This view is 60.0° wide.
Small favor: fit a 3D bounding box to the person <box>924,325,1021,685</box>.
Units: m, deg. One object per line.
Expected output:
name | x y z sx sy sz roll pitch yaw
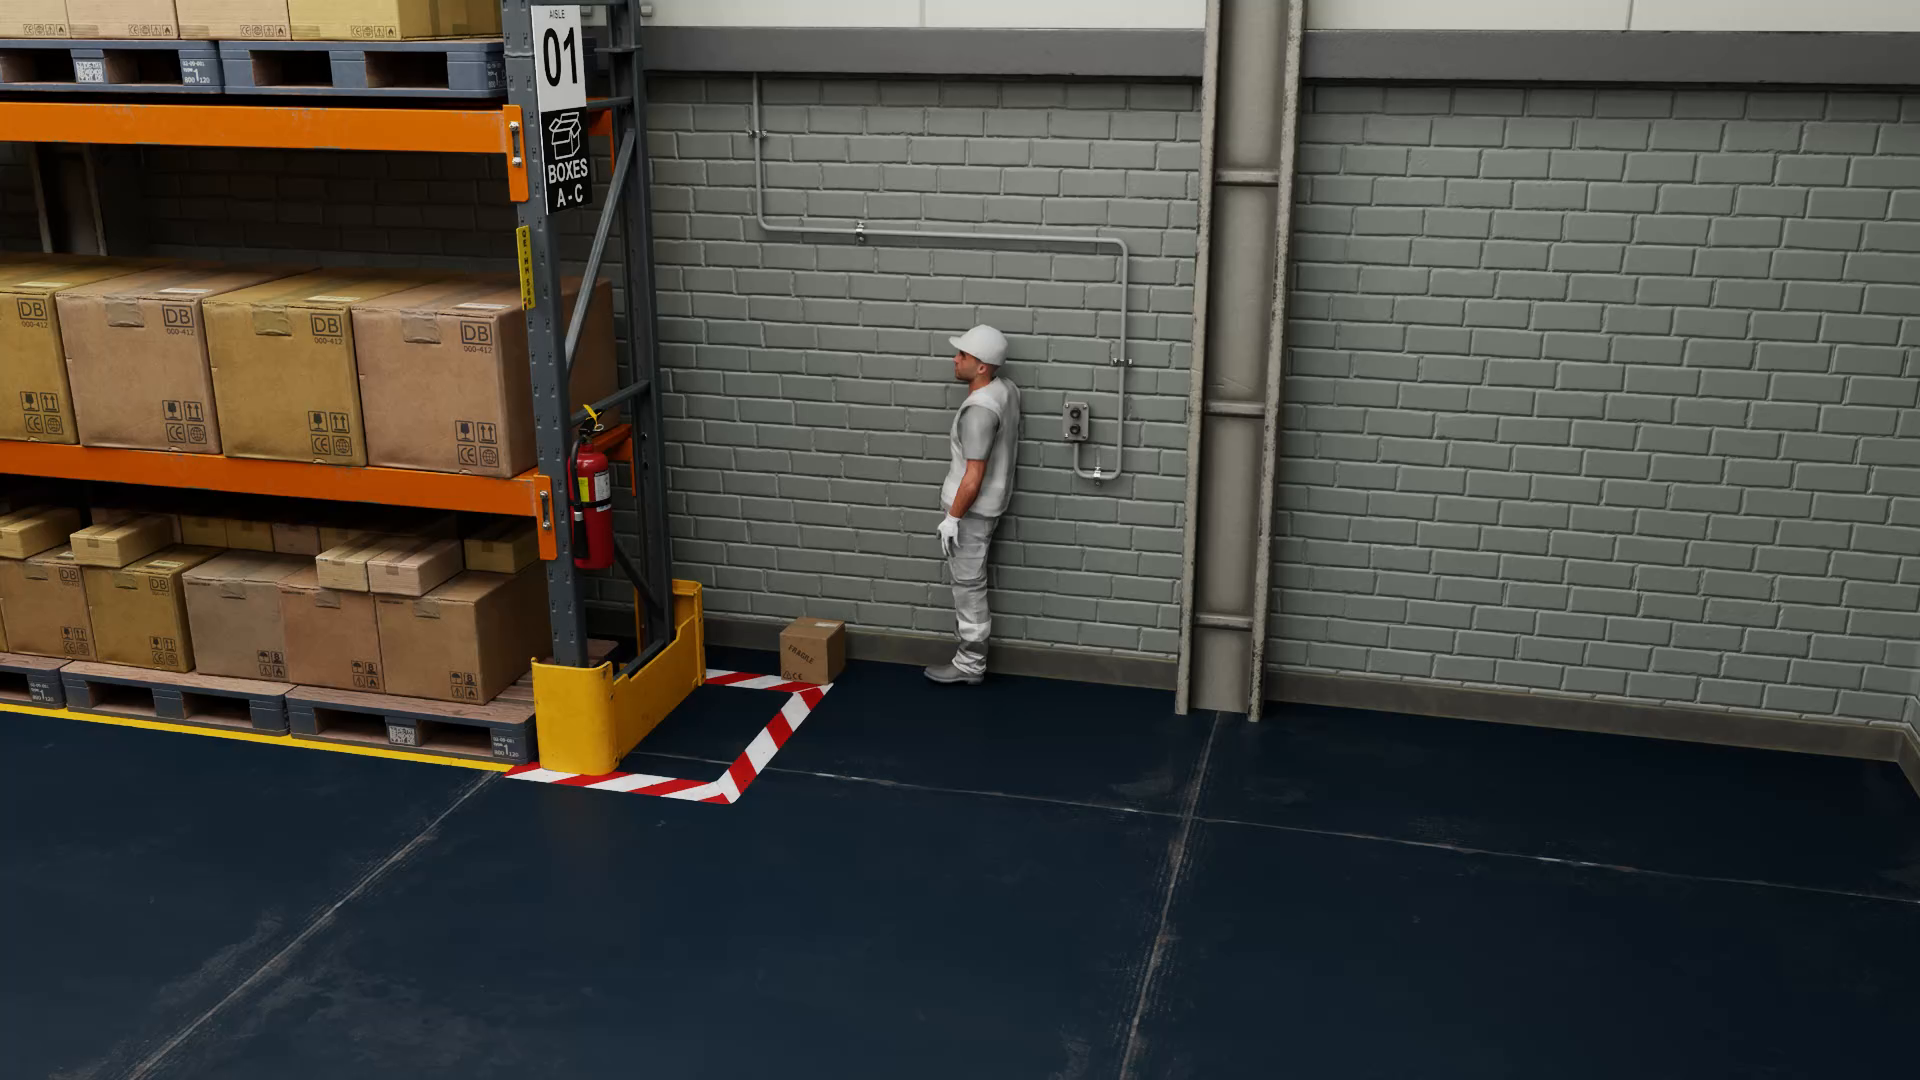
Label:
person | -0.006 -0.163 7.985 0.564 1.788 0.637 5 19 14
